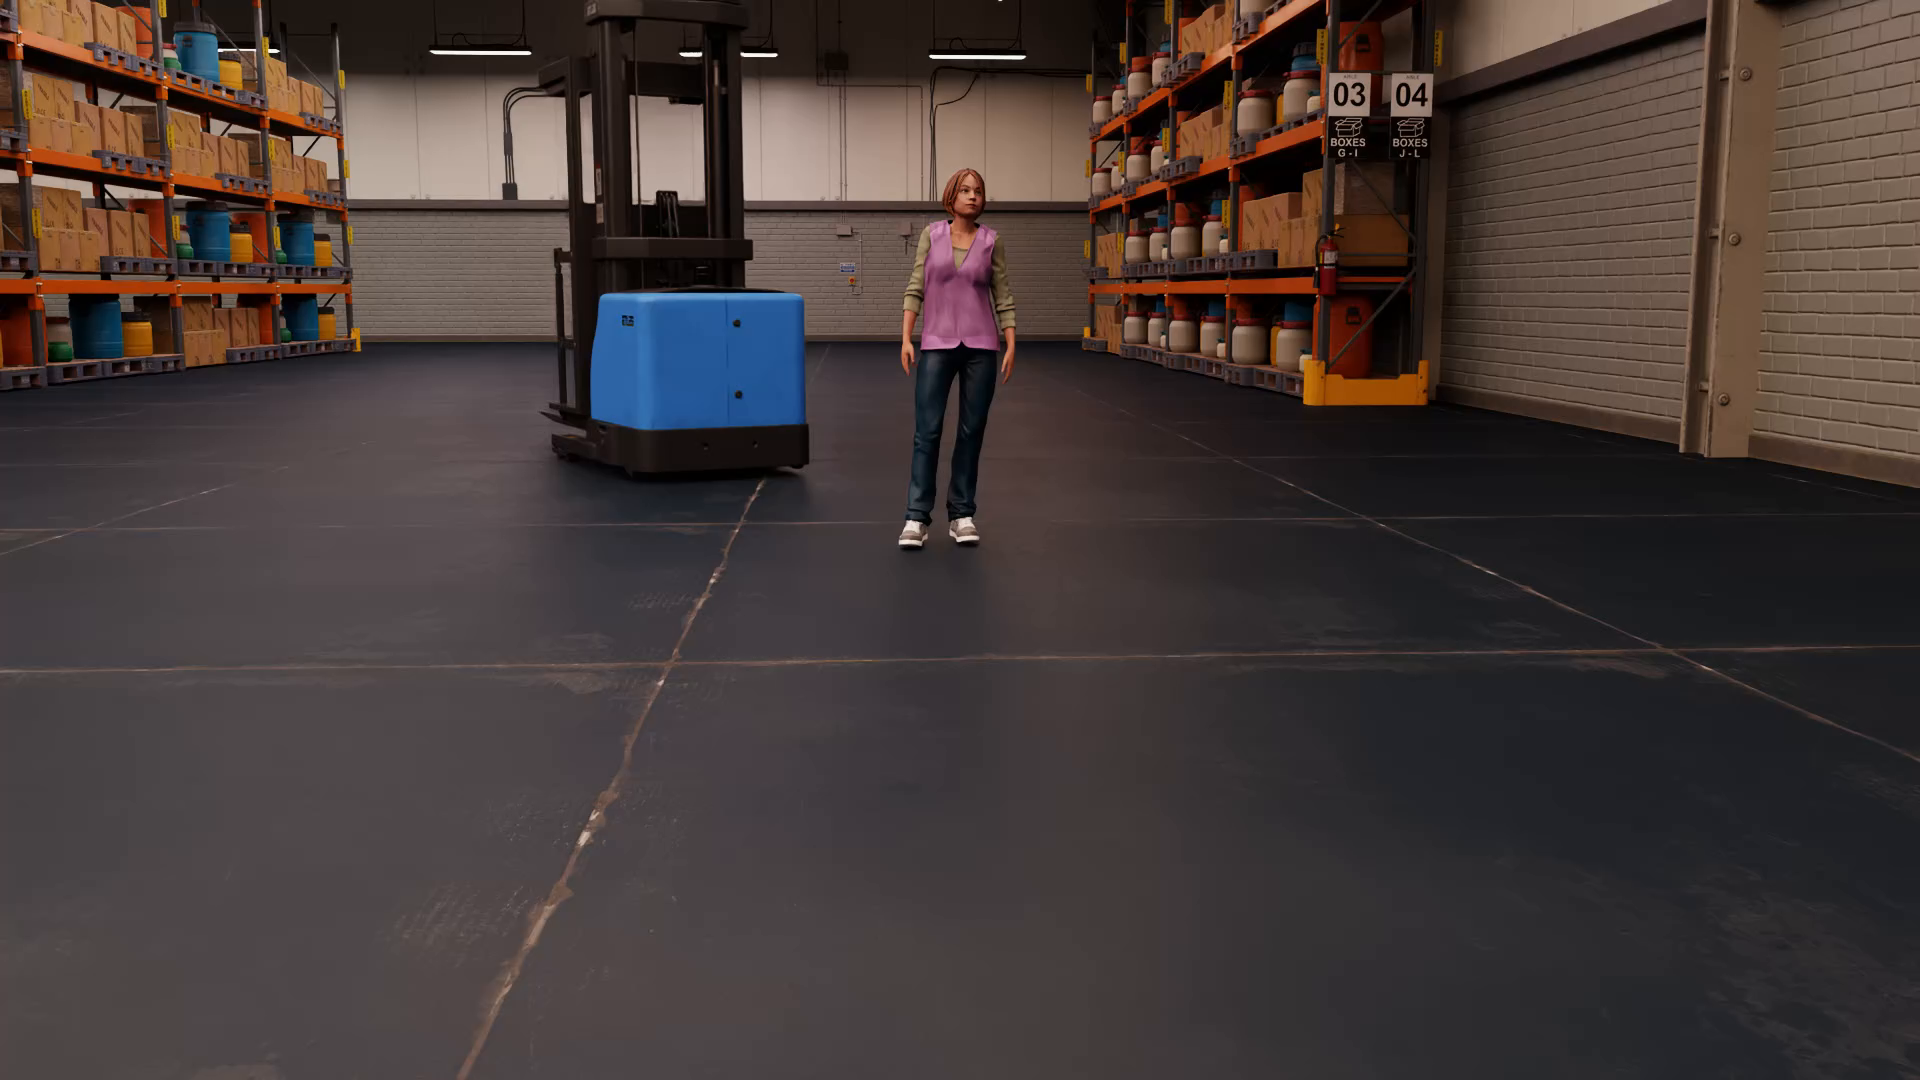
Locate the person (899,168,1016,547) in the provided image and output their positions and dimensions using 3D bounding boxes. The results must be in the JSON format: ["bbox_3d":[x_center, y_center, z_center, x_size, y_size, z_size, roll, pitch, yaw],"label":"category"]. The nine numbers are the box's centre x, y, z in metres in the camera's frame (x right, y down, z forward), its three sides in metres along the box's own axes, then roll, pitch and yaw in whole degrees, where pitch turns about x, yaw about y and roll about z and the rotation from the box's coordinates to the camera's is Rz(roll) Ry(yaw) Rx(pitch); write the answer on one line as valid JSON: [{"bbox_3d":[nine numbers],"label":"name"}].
[{"bbox_3d":[-0.010,-0.786,7.118,0.520,1.597,0.476,-1,8,-4],"label":"person"}]

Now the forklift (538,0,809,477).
[{"bbox_3d":[-2.030,-1.985,10.701,1.130,2.935,3.031,-4,10,-28],"label":"forklift"}]
